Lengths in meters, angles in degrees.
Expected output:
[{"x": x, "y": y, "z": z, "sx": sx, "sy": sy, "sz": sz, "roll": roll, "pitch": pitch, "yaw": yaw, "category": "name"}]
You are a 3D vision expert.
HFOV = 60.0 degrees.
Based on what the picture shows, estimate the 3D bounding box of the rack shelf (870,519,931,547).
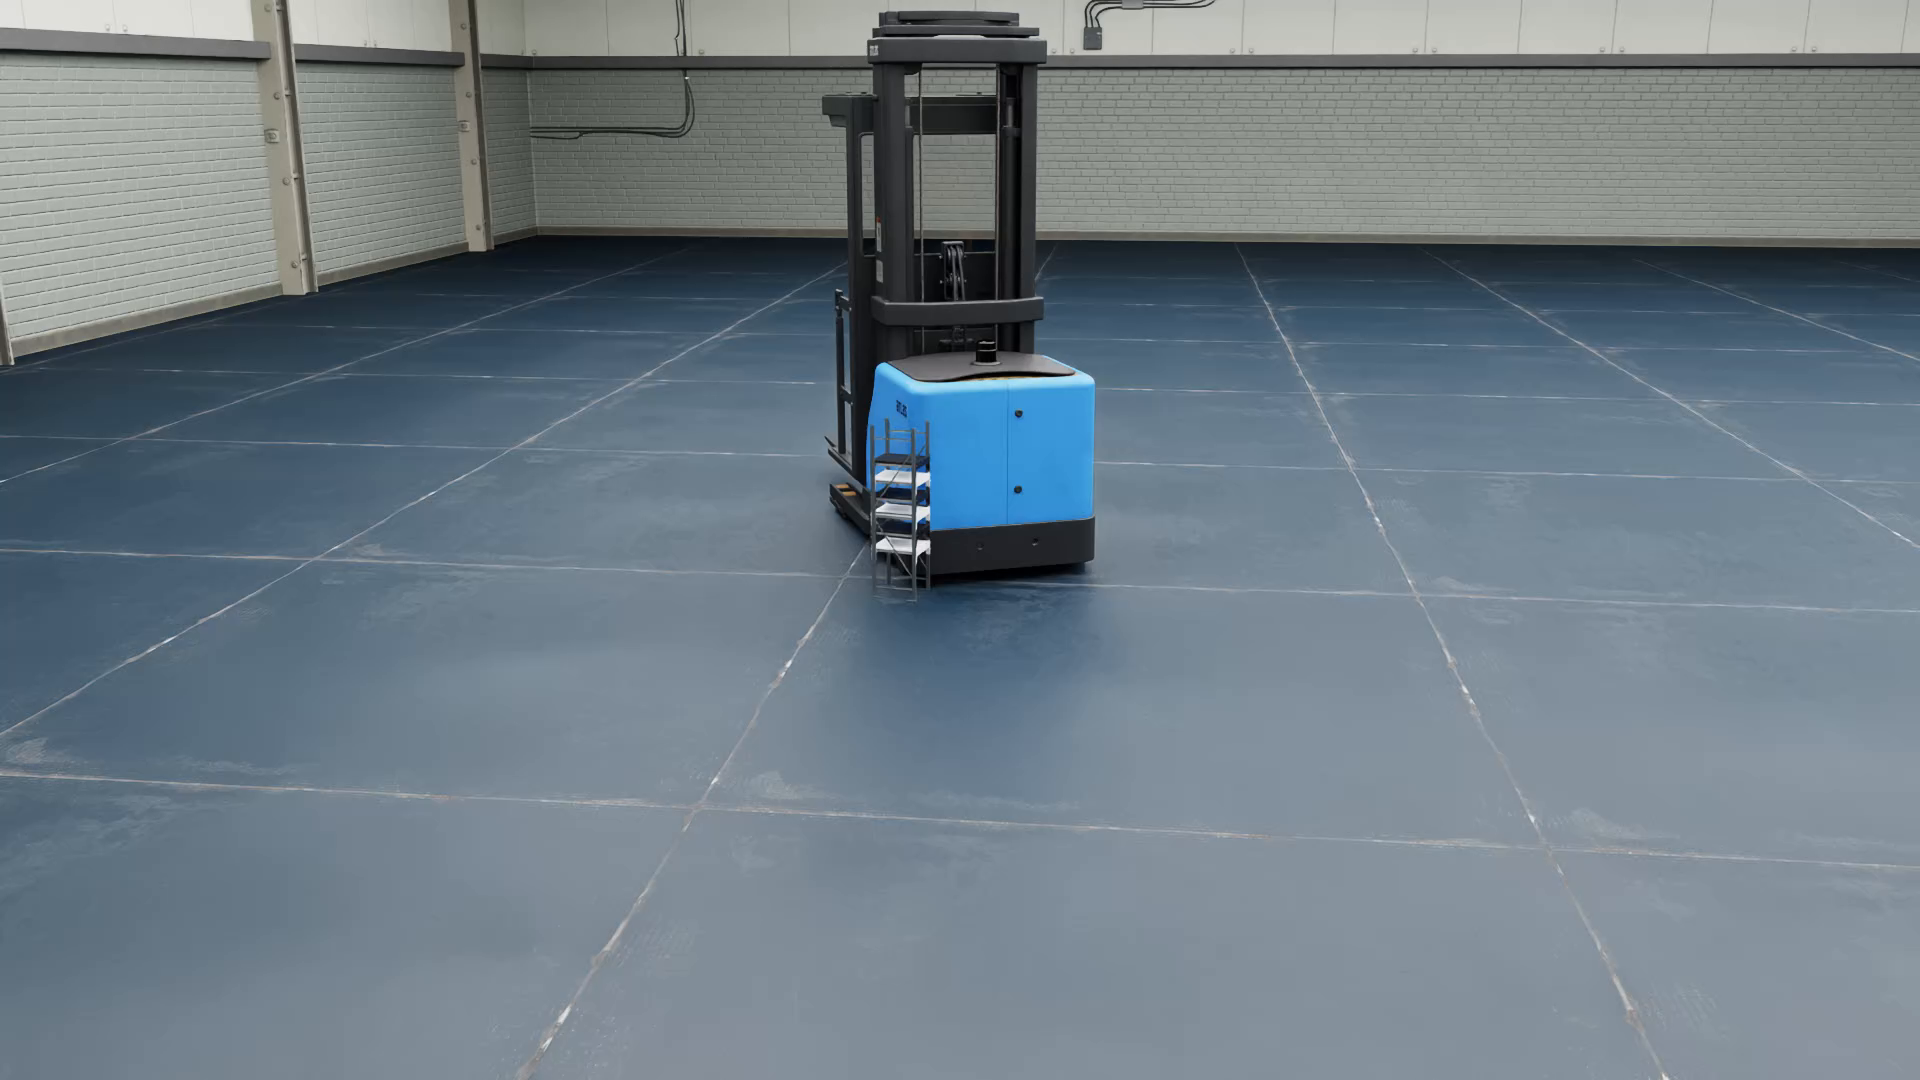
[{"x": -0.303, "y": -0.036, "z": 8.542, "sx": 0.258, "sy": 0.077, "sz": 0.200, "roll": 5, "pitch": 16, "yaw": 18, "category": "rack shelf"}]

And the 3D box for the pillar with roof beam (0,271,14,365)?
[{"x": -4.919, "y": -5.849, "z": 14.055, "sx": 9.100, "sy": 9.000, "sz": 0.400, "roll": 2, "pitch": 15, "yaw": 6, "category": "pillar with roof beam"}]

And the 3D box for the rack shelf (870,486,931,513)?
[{"x": -0.303, "y": -0.210, "z": 8.495, "sx": 0.258, "sy": 0.077, "sz": 0.200, "roll": 5, "pitch": 16, "yaw": 18, "category": "rack shelf"}]

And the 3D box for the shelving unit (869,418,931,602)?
[{"x": -0.303, "y": -0.155, "z": 8.510, "sx": 0.258, "sy": 0.900, "sz": 0.210, "roll": 5, "pitch": 16, "yaw": 18, "category": "shelving unit"}]

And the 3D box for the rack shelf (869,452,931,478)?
[{"x": -0.303, "y": -0.384, "z": 8.449, "sx": 0.258, "sy": 0.077, "sz": 0.200, "roll": 5, "pitch": 16, "yaw": 18, "category": "rack shelf"}]

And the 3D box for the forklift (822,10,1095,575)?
[{"x": -0.177, "y": -1.572, "z": 9.859, "sx": 1.130, "sy": 2.935, "sz": 3.031, "roll": -4, "pitch": 16, "yaw": -16, "category": "forklift"}]

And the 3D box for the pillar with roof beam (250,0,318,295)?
[{"x": -4.242, "y": -7.406, "z": 19.810, "sx": 9.100, "sy": 9.000, "sz": 0.400, "roll": 2, "pitch": 15, "yaw": 6, "category": "pillar with roof beam"}]

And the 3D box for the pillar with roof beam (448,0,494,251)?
[{"x": -3.565, "y": -8.962, "z": 25.565, "sx": 9.100, "sy": 9.000, "sz": 0.400, "roll": 2, "pitch": 15, "yaw": 6, "category": "pillar with roof beam"}]

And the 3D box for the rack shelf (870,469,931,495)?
[{"x": -0.303, "y": -0.297, "z": 8.472, "sx": 0.258, "sy": 0.077, "sz": 0.200, "roll": 5, "pitch": 16, "yaw": 18, "category": "rack shelf"}]

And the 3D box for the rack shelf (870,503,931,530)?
[{"x": -0.303, "y": -0.123, "z": 8.519, "sx": 0.258, "sy": 0.077, "sz": 0.200, "roll": 5, "pitch": 16, "yaw": 18, "category": "rack shelf"}]

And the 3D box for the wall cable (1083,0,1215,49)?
[{"x": 3.235, "y": -11.172, "z": 27.223, "sx": 2.305, "sy": 6.003, "sz": 0.169, "roll": 2, "pitch": 15, "yaw": 6, "category": "wall cable"}]

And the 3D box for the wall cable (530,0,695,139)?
[{"x": -6.196, "y": -8.315, "z": 29.121, "sx": 3.097, "sy": 2.526, "sz": 0.112, "roll": 2, "pitch": 15, "yaw": 6, "category": "wall cable"}]

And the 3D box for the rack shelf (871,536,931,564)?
[{"x": -0.303, "y": 0.051, "z": 8.565, "sx": 0.258, "sy": 0.077, "sz": 0.200, "roll": 5, "pitch": 16, "yaw": 18, "category": "rack shelf"}]

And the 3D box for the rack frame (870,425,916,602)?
[{"x": -0.336, "y": -0.130, "z": 8.417, "sx": 0.240, "sy": 0.900, "sz": 0.006, "roll": 5, "pitch": 16, "yaw": 18, "category": "rack frame"}]

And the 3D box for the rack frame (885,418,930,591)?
[{"x": -0.270, "y": -0.180, "z": 8.603, "sx": 0.240, "sy": 0.900, "sz": 0.006, "roll": 5, "pitch": 16, "yaw": 18, "category": "rack frame"}]
